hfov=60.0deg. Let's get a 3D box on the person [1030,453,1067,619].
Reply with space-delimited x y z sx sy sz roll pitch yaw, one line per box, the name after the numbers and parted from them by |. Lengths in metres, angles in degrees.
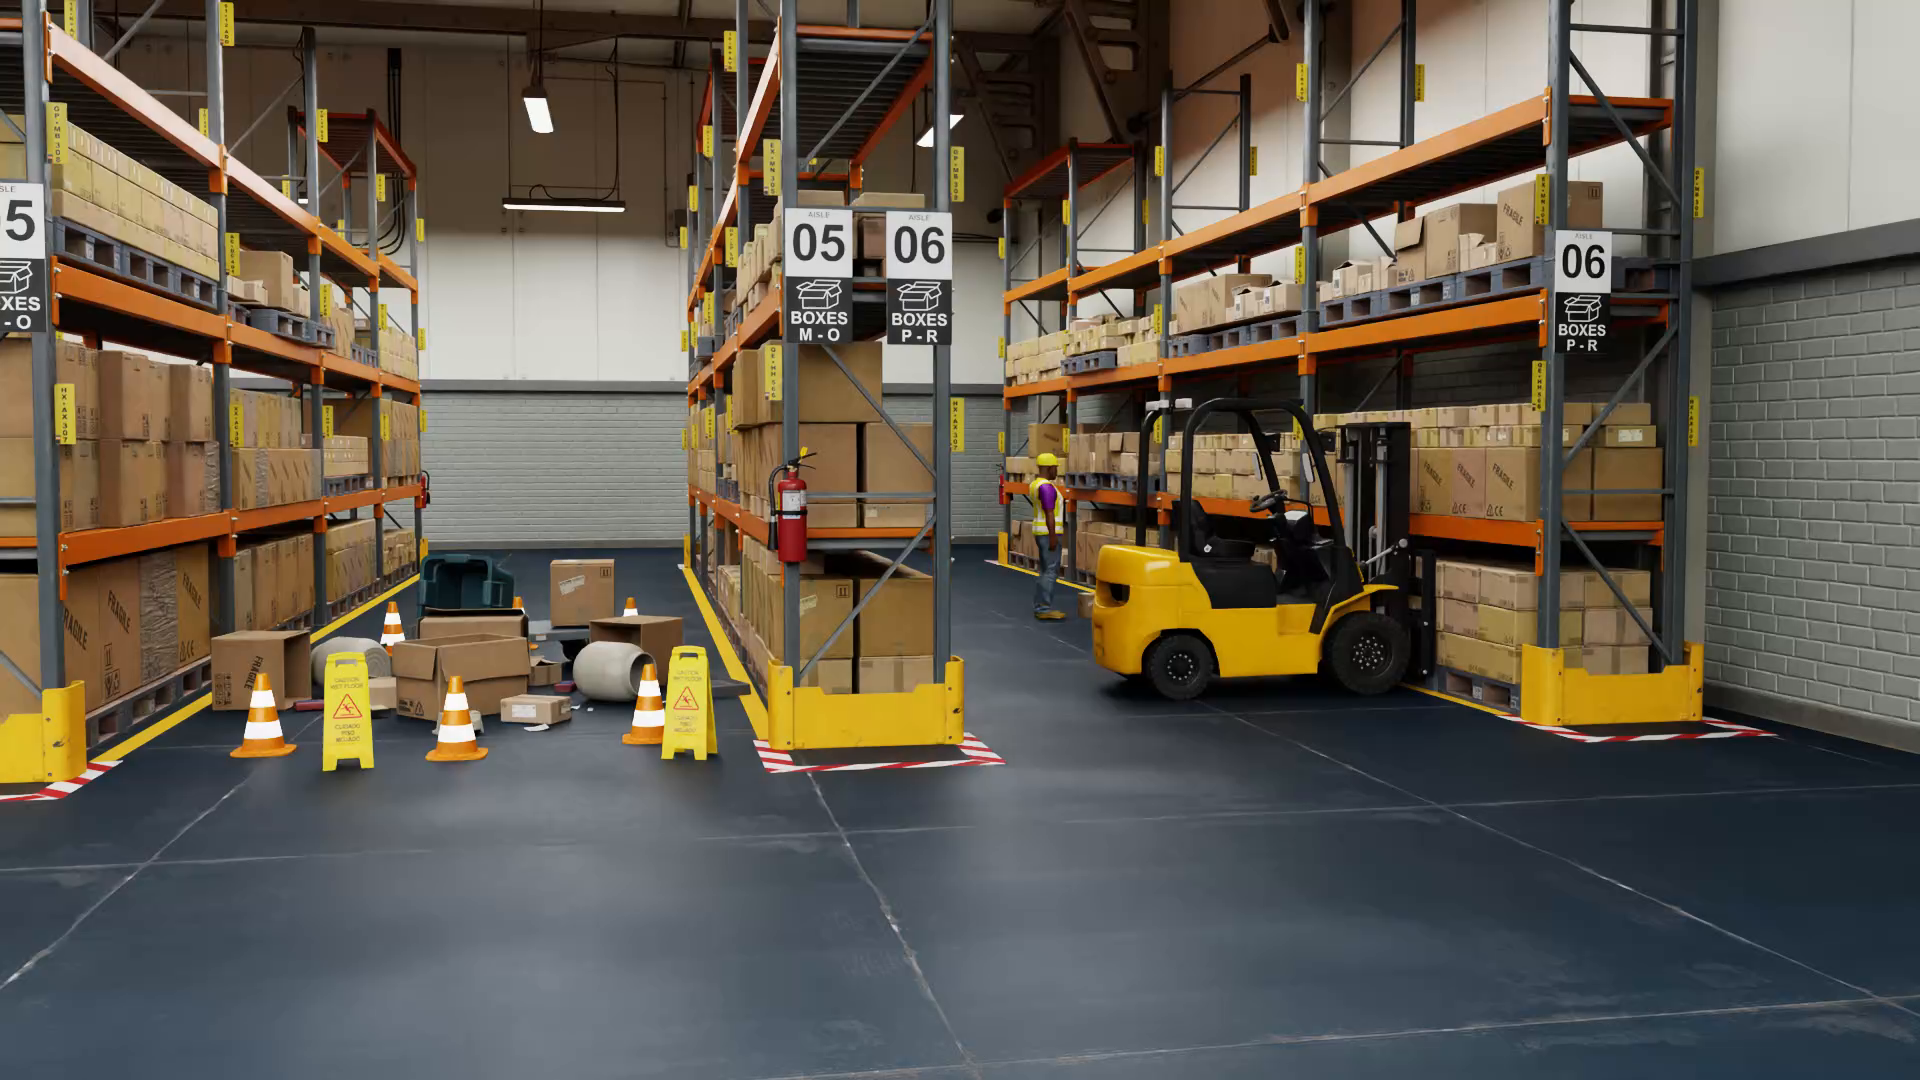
0.938 -0.047 17.794 0.360 1.762 0.564 -1 3 -10 | person
